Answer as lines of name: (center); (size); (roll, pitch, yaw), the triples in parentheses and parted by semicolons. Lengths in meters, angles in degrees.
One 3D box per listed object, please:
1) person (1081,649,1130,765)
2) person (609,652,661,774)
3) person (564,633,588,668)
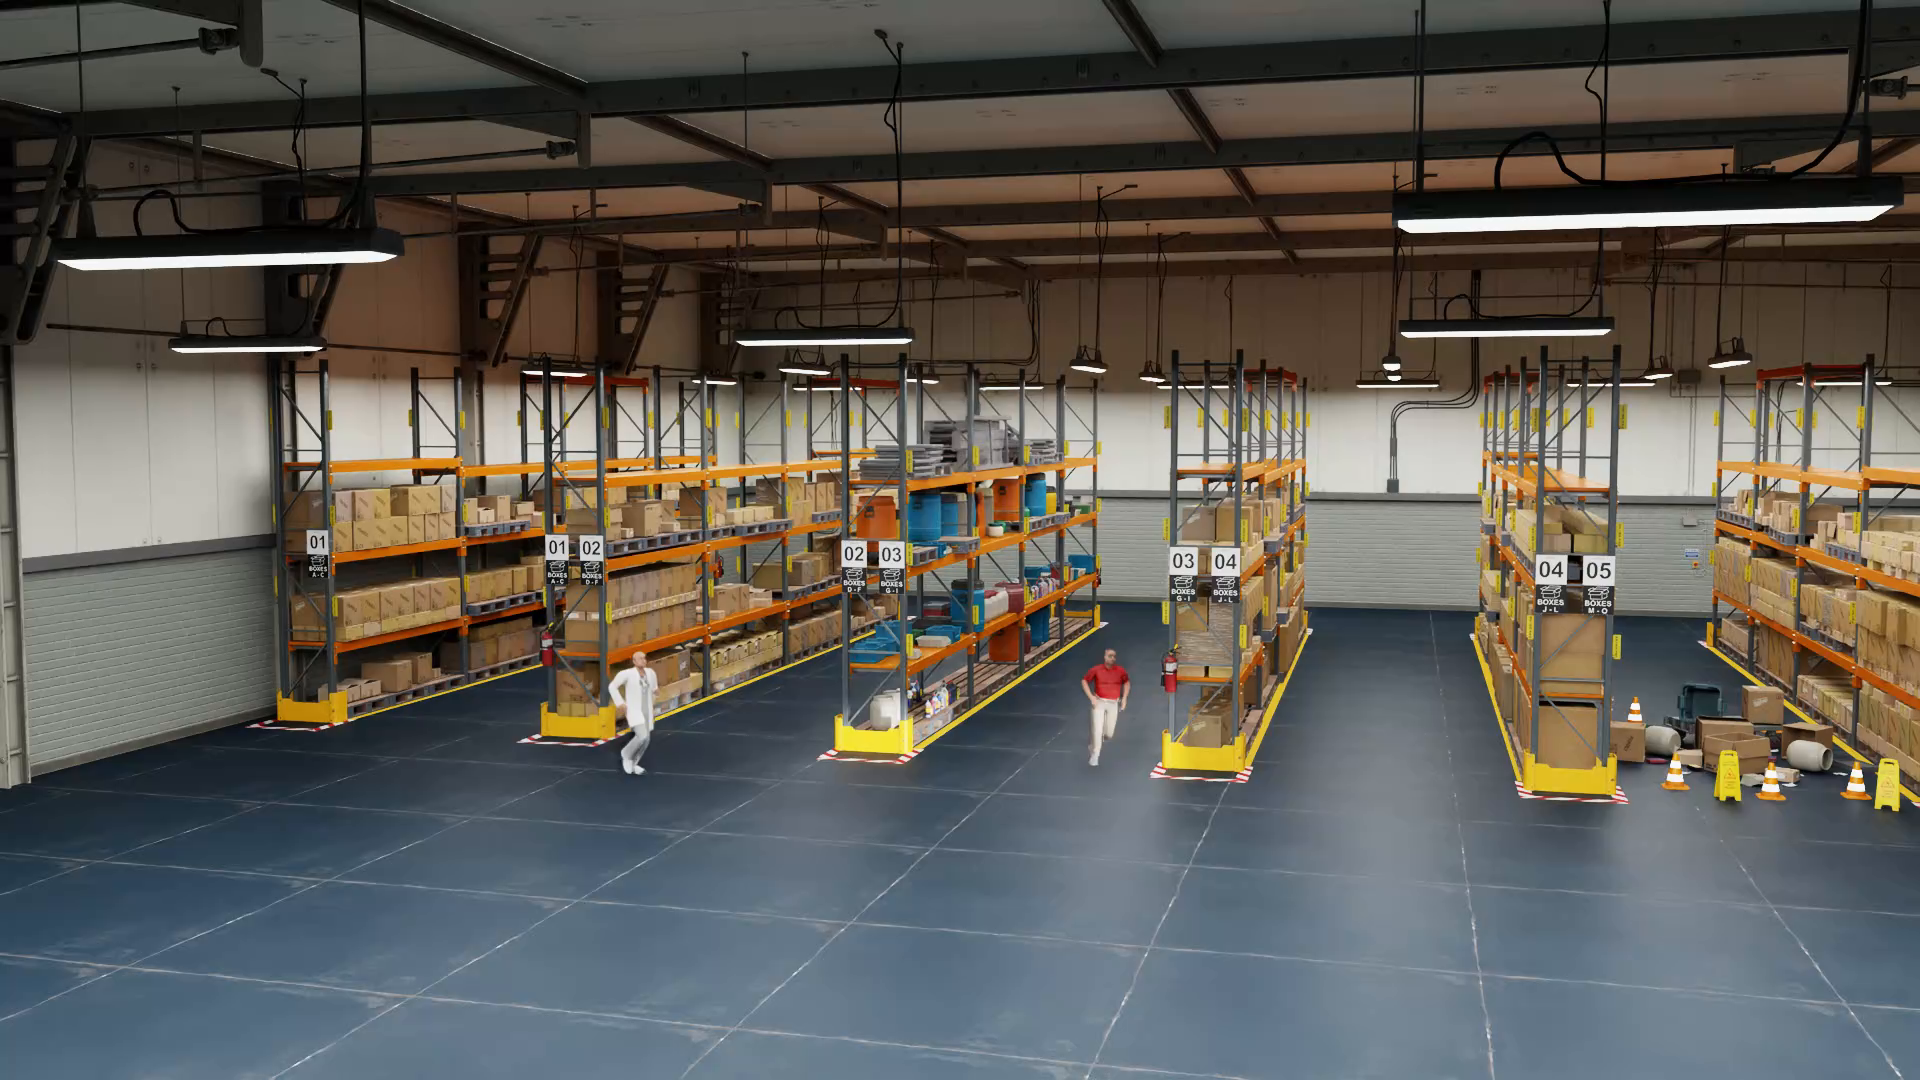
person: (2.145, 2.426, 24.441); (0.740, 1.678, 0.581); (-1, 4, -7)
person: (-4.518, 2.443, 23.472); (0.694, 1.741, 0.706); (4, 6, 43)
person: (-7.174, 1.903, 31.154); (0.568, 1.678, 0.940); (0, 4, 6)
